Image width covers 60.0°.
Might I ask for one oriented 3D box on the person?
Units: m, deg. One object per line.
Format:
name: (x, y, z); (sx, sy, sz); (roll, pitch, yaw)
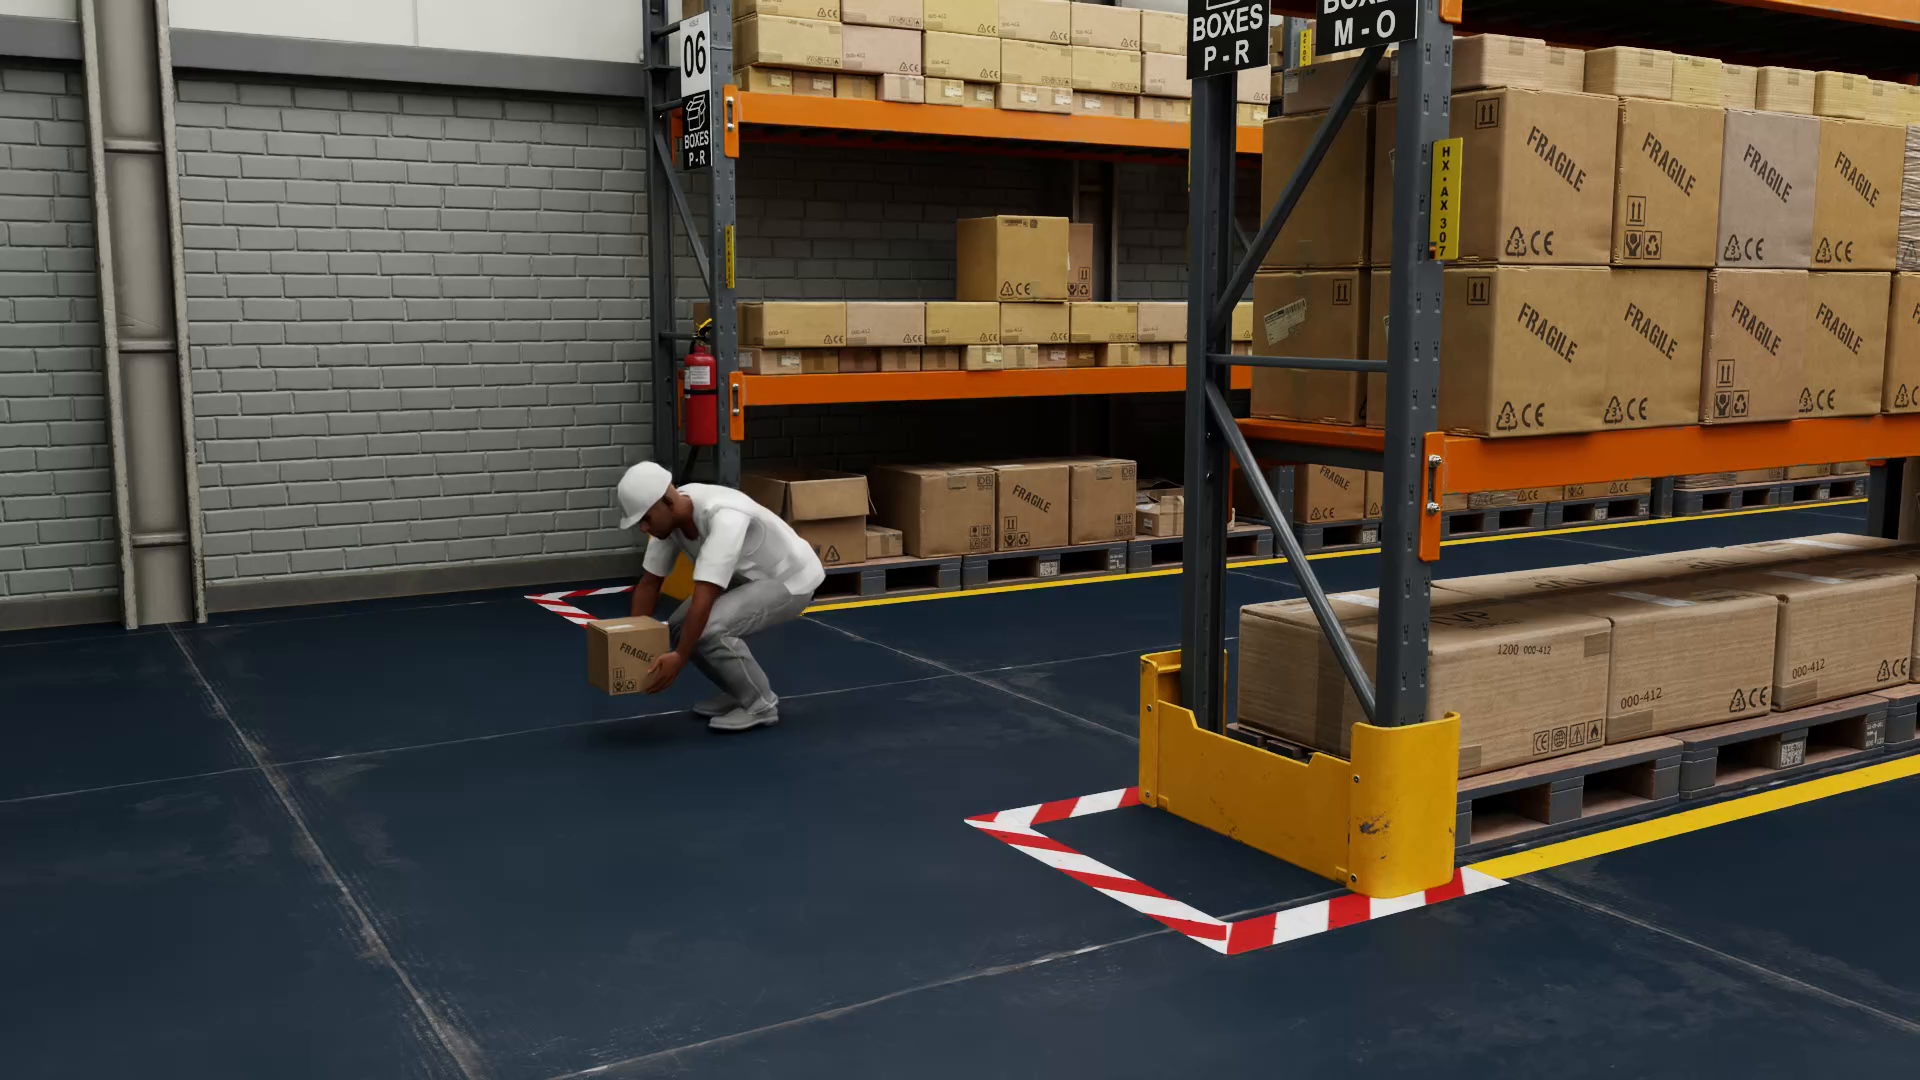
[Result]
person: (-0.954, 0.213, 6.655); (0.867, 1.091, 0.599); (-5, 9, -31)
